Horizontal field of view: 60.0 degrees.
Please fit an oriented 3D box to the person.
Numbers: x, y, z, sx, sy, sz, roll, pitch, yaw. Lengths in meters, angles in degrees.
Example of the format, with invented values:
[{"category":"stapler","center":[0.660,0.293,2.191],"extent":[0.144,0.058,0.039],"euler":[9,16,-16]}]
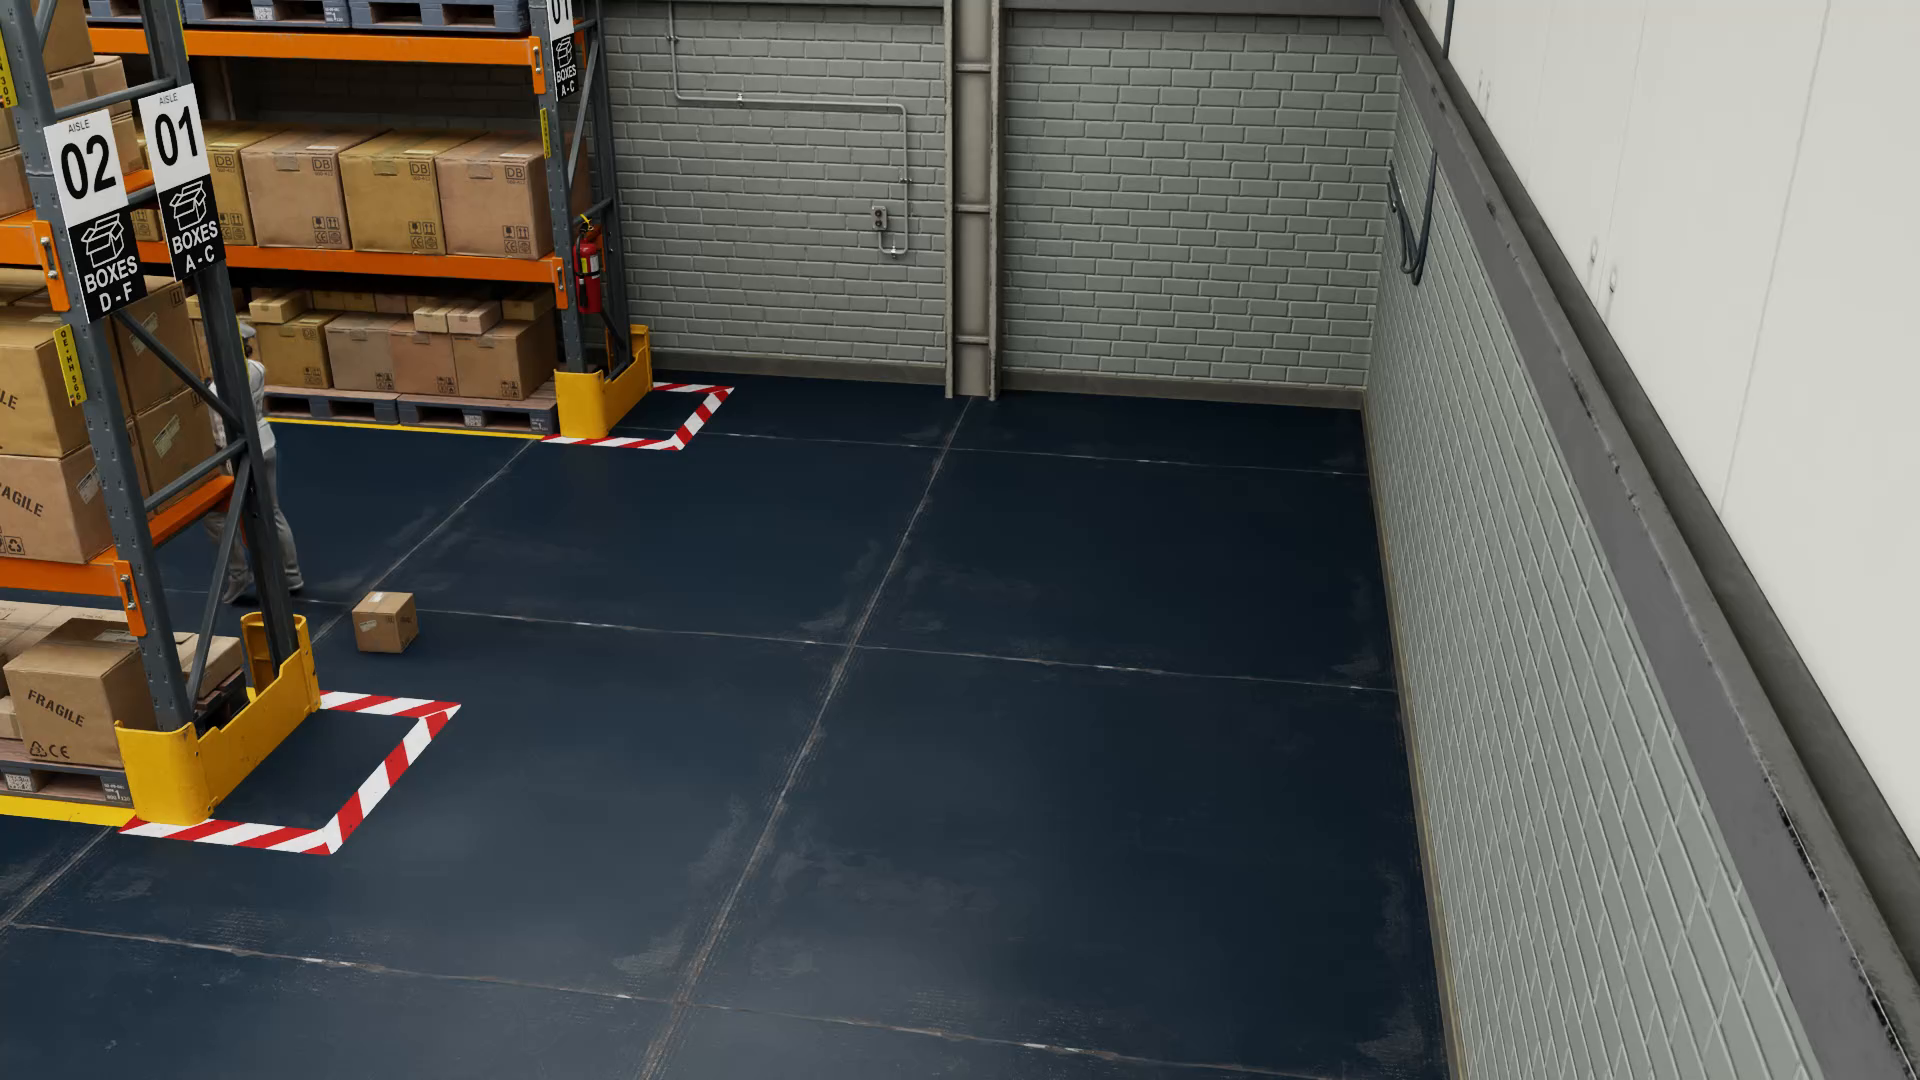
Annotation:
[{"category":"person","center":[-4.128,-0.452,9.550],"extent":[0.467,1.739,0.483],"euler":[6,26,13]}]
